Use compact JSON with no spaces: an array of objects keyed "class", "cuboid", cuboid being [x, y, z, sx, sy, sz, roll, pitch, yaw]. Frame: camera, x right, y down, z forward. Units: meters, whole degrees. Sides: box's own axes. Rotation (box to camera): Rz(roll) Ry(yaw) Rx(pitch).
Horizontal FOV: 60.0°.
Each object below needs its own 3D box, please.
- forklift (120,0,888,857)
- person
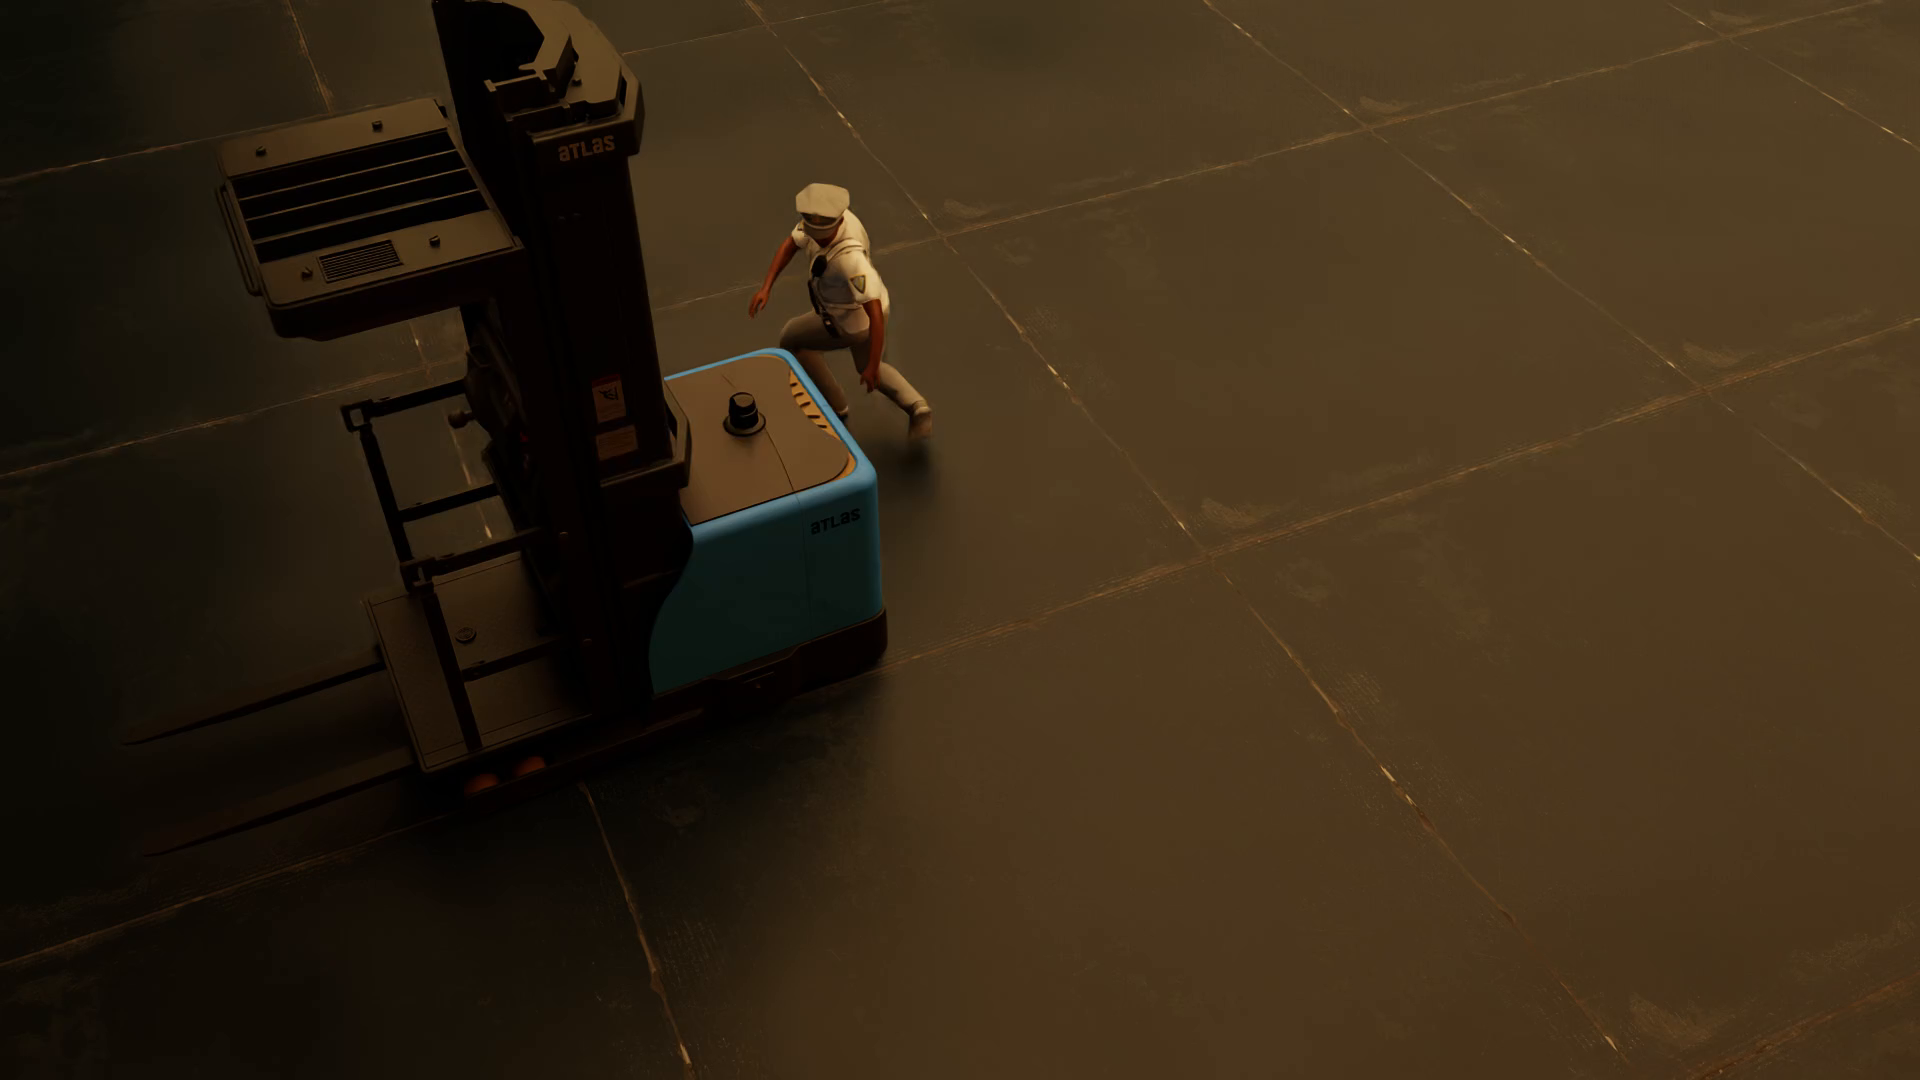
[{"class":"forklift","cuboid":[-1.867,-0.392,6.100,3.031,2.935,1.130,-19,46,-19]},{"class":"person","cuboid":[-0.531,-1.053,7.956,0.862,1.441,0.599,15,45,15]}]
